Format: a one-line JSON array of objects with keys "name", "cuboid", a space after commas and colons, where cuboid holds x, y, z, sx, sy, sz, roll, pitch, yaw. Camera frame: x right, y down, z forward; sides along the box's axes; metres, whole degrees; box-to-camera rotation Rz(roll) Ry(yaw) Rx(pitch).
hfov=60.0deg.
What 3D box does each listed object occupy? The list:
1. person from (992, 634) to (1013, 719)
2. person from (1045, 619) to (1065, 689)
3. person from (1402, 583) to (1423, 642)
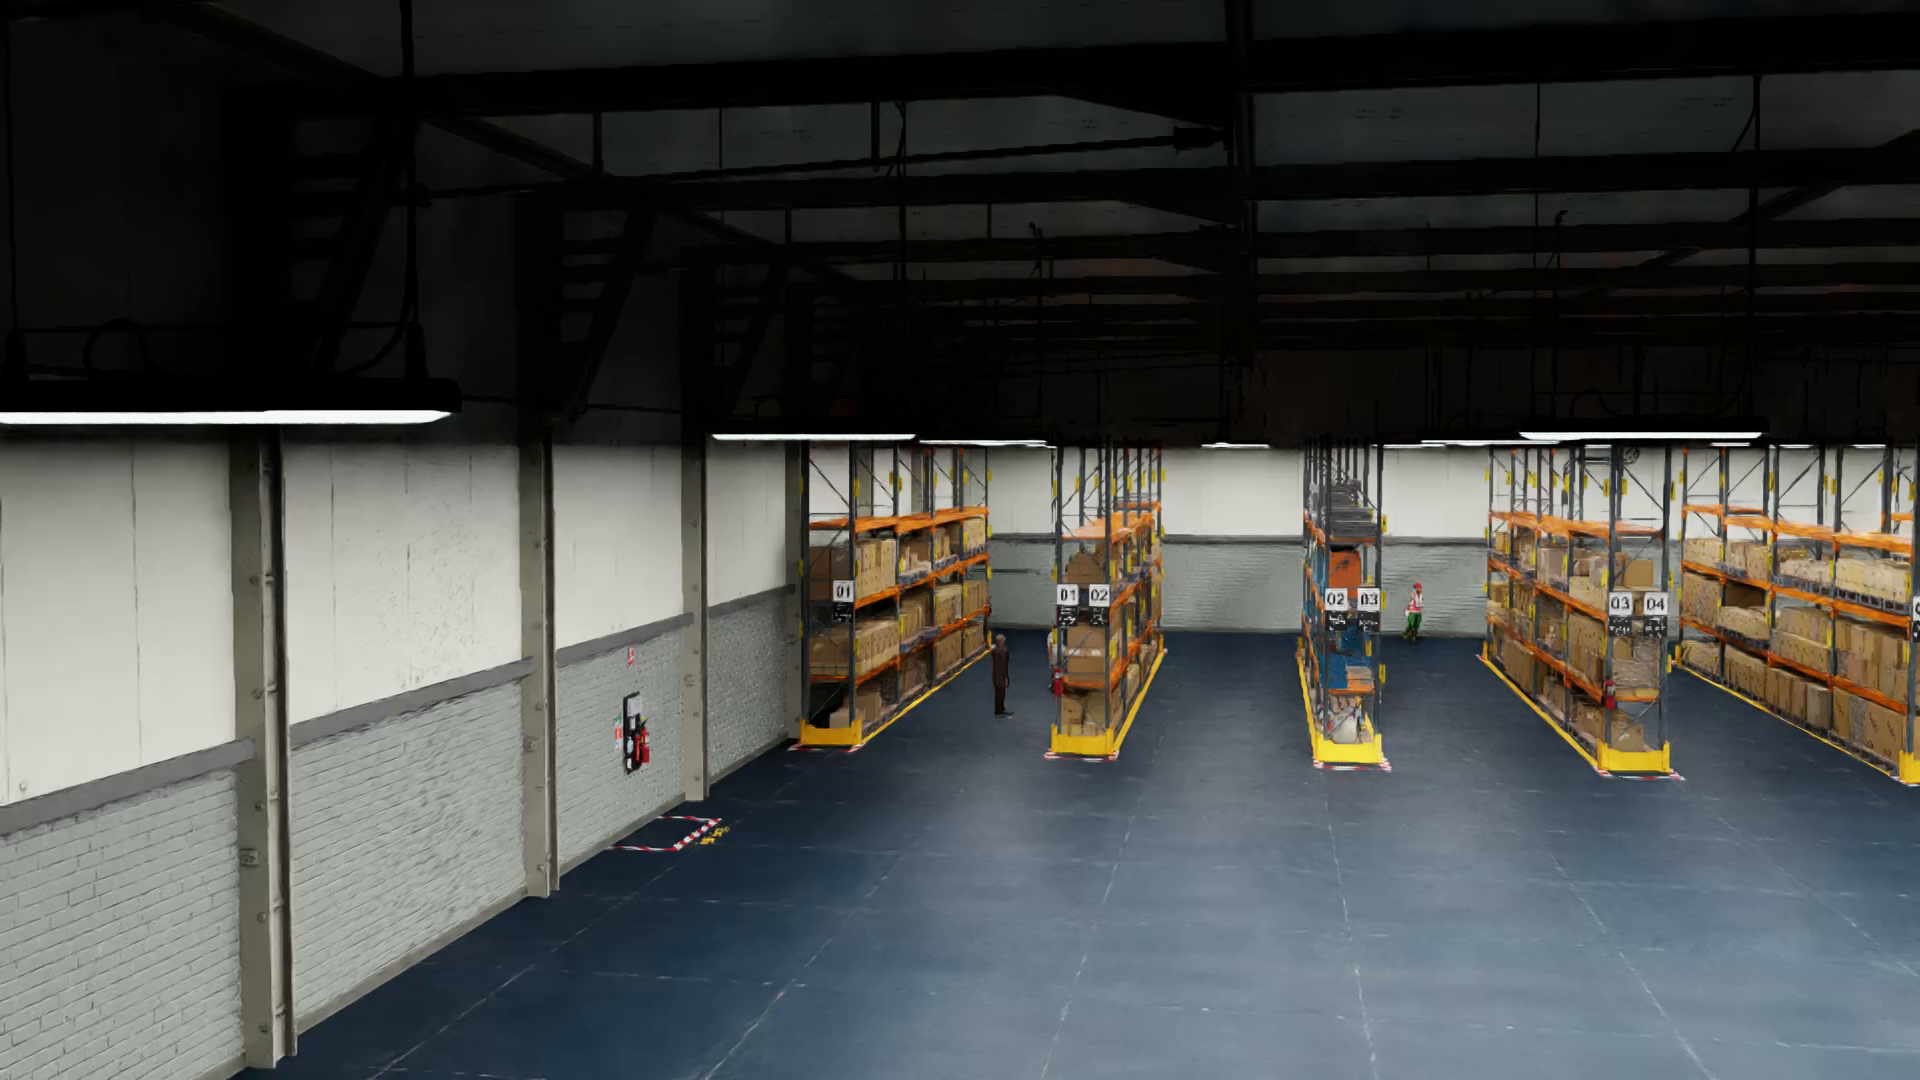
[{"name": "person", "cuboid": [0.917, 2.890, 35.489, 0.503, 1.776, 0.640, -1, 3, -19]}, {"name": "person", "cuboid": [2.260, 2.728, 39.885, 0.476, 1.667, 0.523, 3, 4, 41]}, {"name": "person", "cuboid": [13.543, 2.155, 49.674, 0.591, 1.777, 0.573, -1, 3, -25]}]
